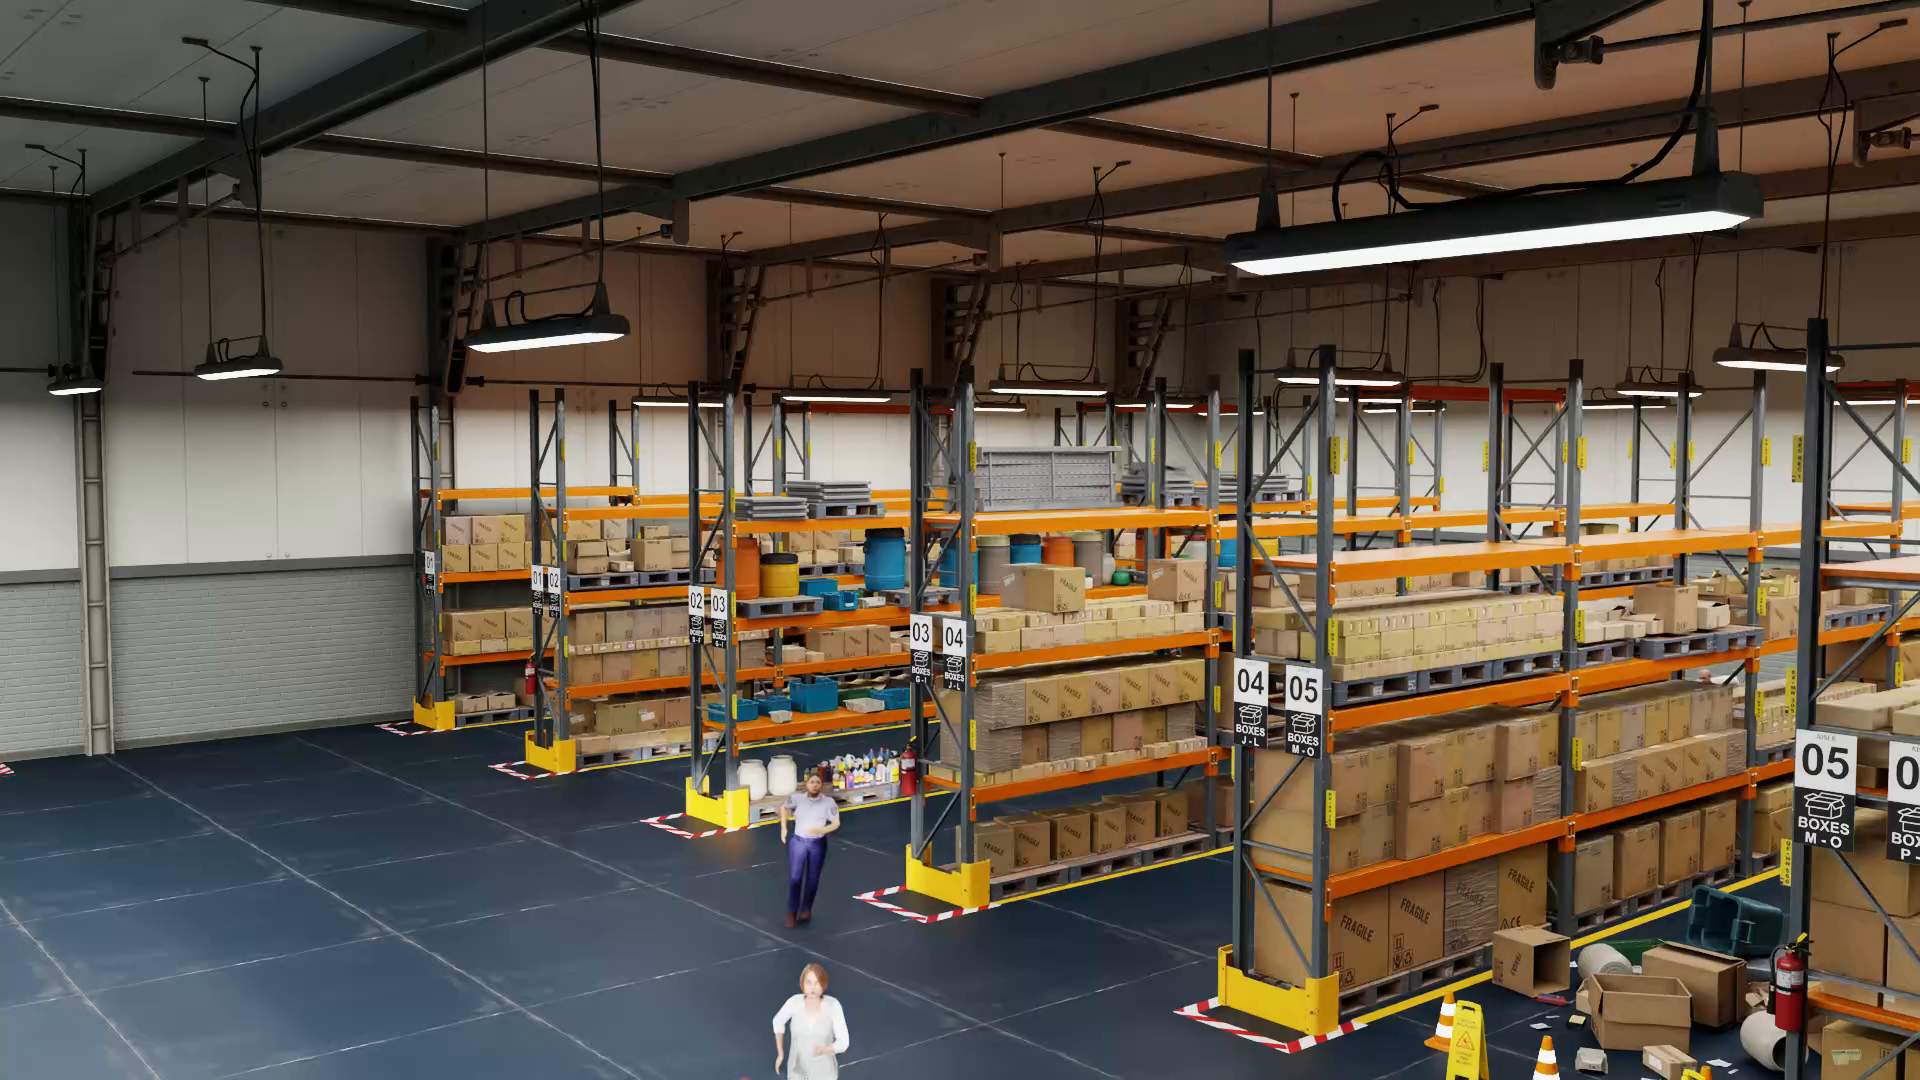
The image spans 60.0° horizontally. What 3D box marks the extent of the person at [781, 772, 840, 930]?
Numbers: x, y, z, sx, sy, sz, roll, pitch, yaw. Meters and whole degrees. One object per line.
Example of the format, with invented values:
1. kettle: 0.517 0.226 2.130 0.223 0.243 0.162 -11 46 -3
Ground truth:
1. person: -1.597 3.321 17.803 0.618 1.663 0.623 0 3 -8

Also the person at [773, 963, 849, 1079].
1. person: -1.013 3.693 11.328 0.505 1.646 0.717 0 3 -8

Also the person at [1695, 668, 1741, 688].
1. person: 12.282 2.827 27.009 0.730 1.557 1.195 3 5 45
